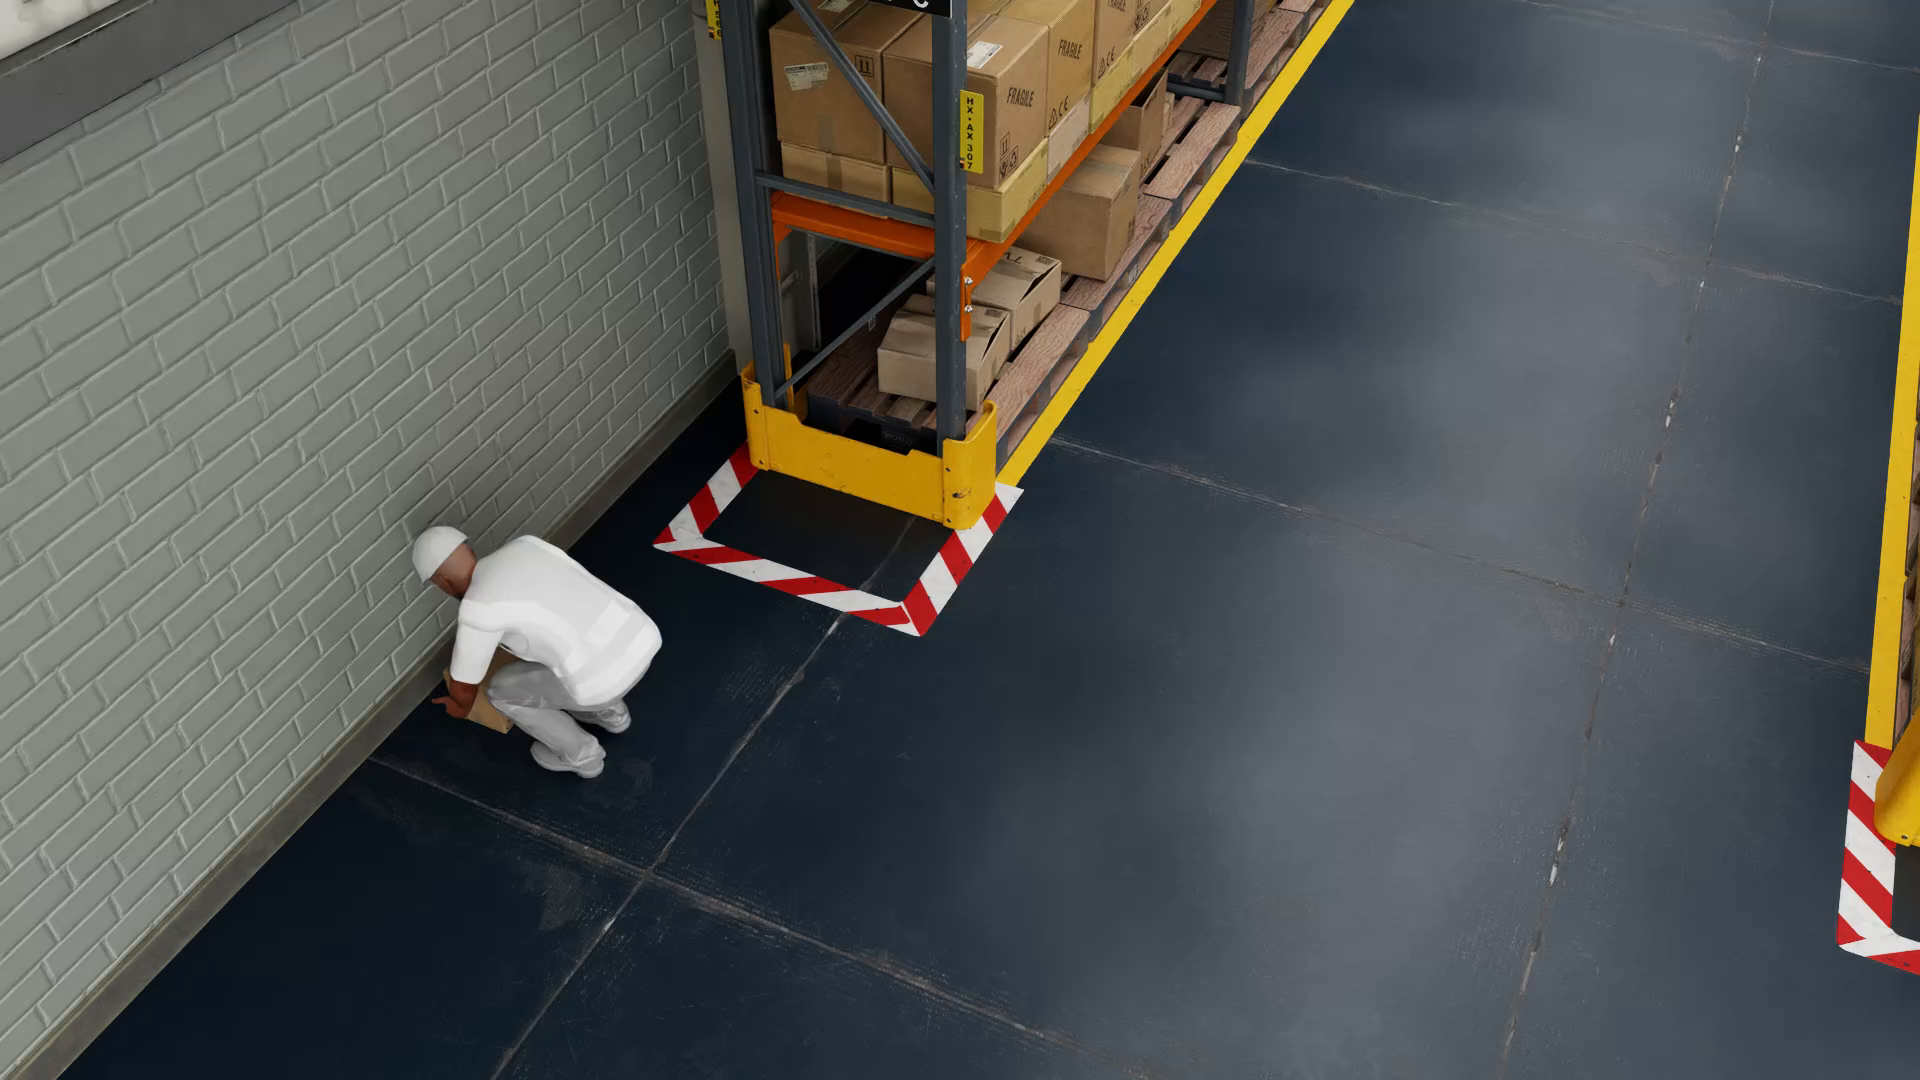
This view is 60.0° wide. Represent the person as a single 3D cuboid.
[{"bbox_3d":[-1.599,0.443,6.298,0.895,0.904,0.564,17,45,18],"label":"person"}]
